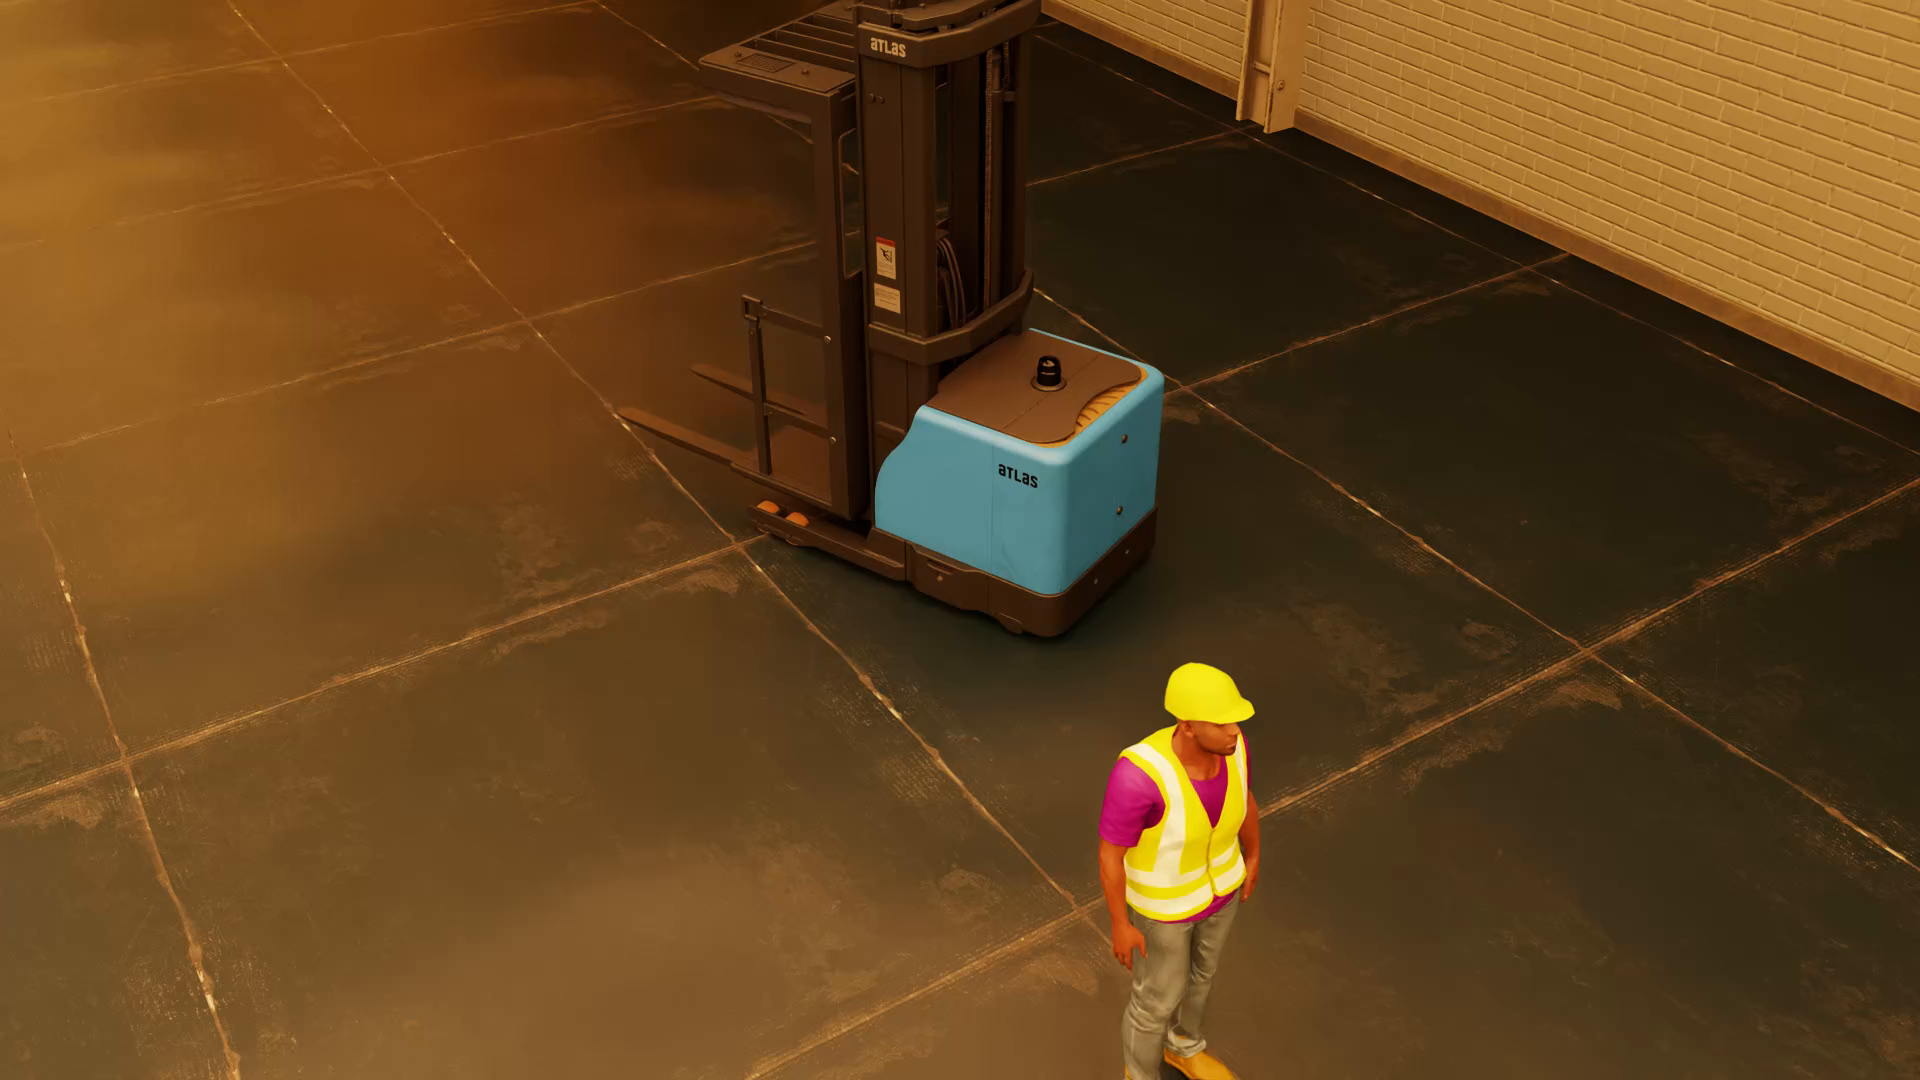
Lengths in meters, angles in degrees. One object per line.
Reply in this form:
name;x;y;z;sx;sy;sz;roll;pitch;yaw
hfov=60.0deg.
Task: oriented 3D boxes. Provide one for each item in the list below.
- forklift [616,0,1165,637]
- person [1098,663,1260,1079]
forklift;-0.500;-1.399;8.138;3.031;2.935;1.130;22;41;28
person;0.780;1.187;5.467;0.664;1.770;0.549;-23;41;-29
